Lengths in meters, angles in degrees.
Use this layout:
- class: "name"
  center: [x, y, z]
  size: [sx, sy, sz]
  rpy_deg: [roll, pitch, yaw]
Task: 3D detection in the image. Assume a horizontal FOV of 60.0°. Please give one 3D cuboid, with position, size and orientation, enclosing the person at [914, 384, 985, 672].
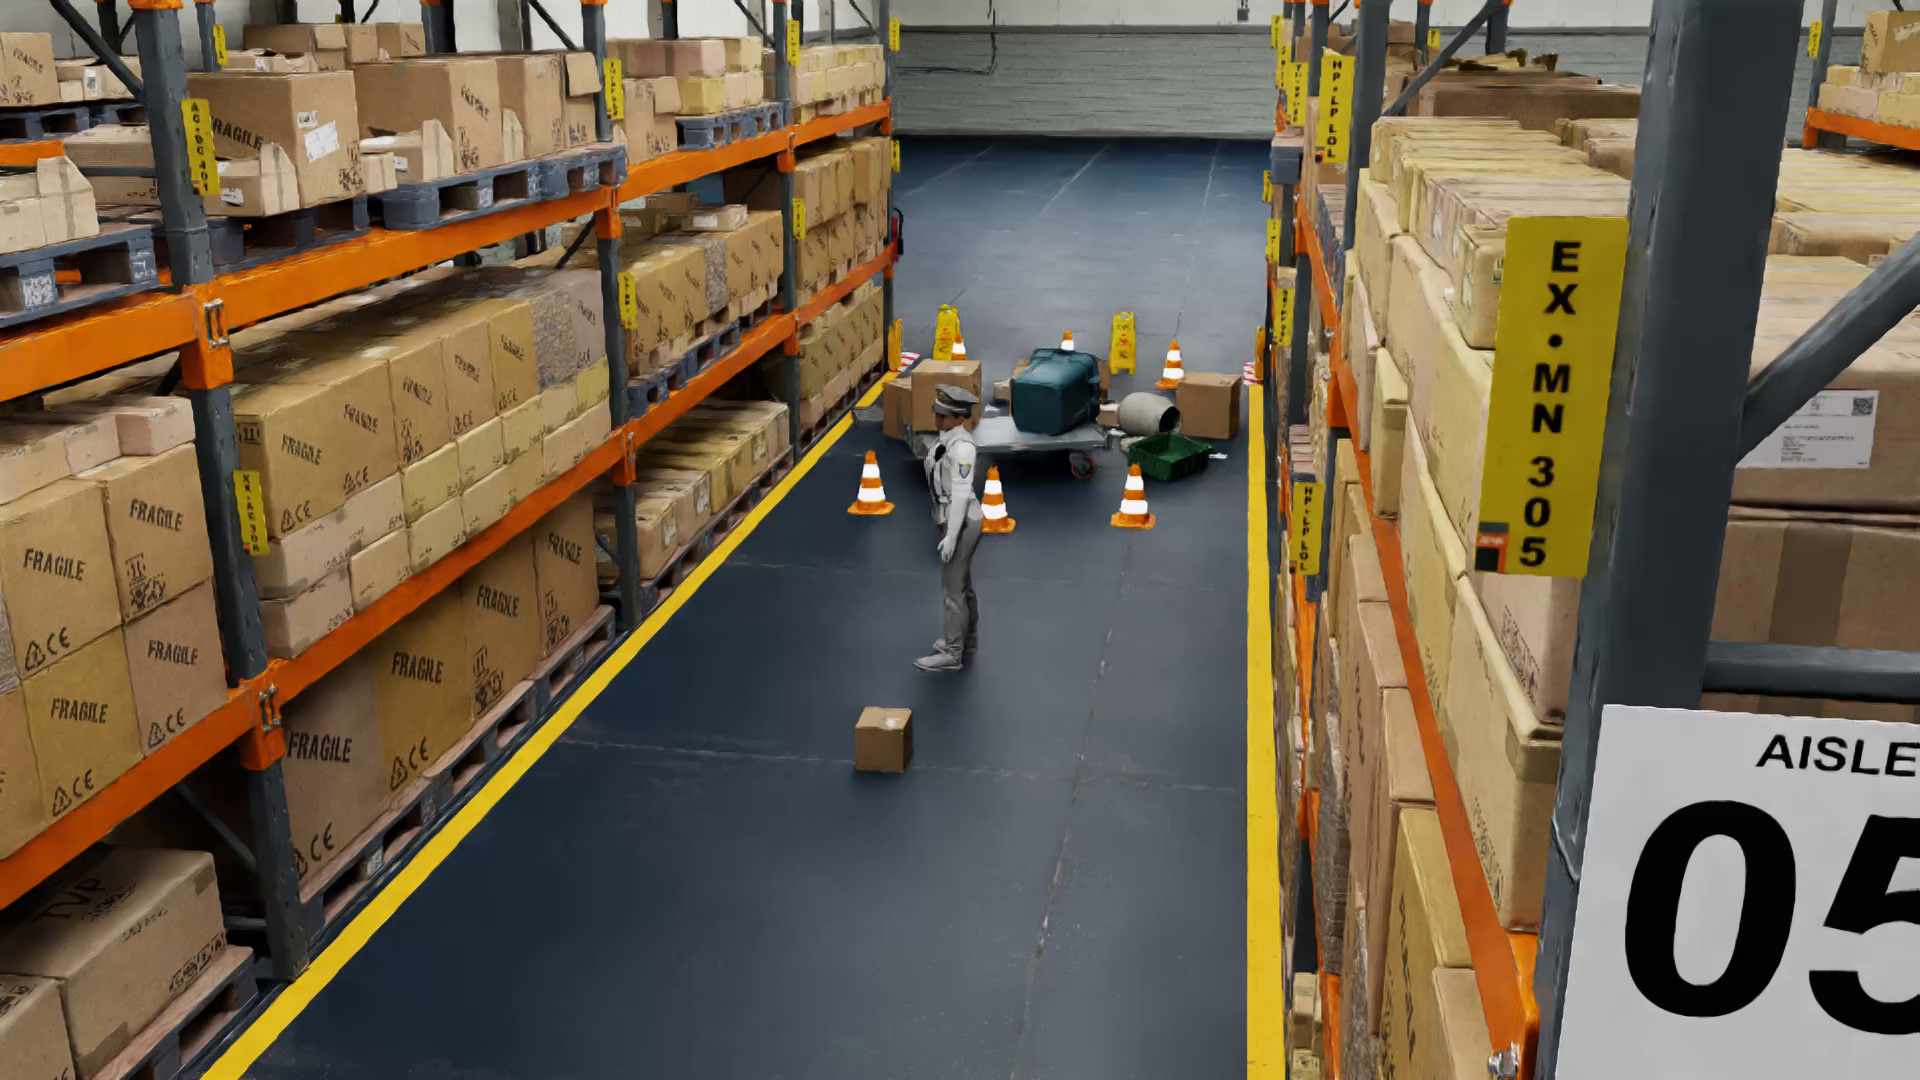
- class: "person"
  center: [-0.080, -0.070, 9.665]
  size: [0.431, 1.683, 0.541]
  rpy_deg: [-3, 18, -10]
